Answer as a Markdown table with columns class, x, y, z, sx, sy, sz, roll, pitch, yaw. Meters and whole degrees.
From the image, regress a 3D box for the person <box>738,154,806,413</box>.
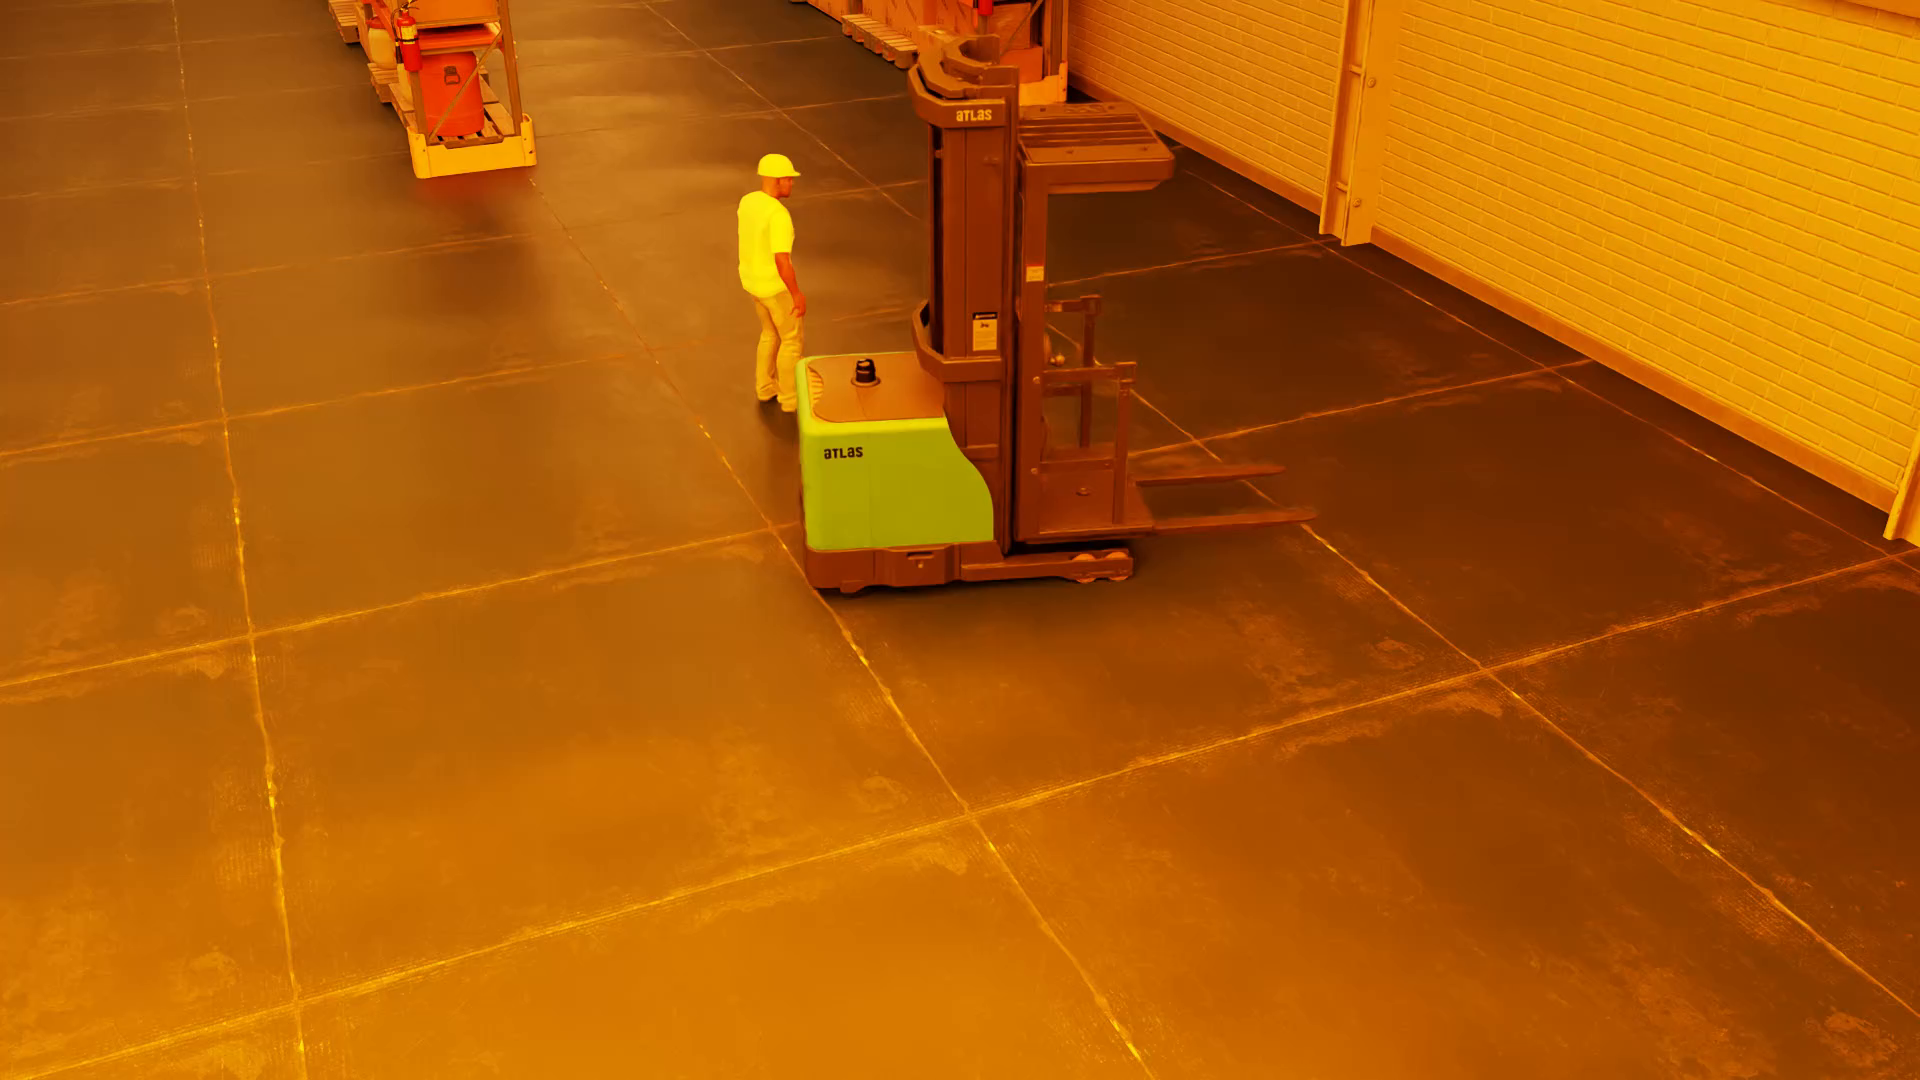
| class | x | y | z | sx | sy | sz | roll | pitch | yaw |
| --- | --- | --- | --- | --- | --- | --- | --- | --- | --- |
| person | -1.256 | -1.756 | 11.375 | 0.448 | 1.759 | 0.678 | -19 | 35 | -29 |

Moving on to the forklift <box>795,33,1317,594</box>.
| class | x | y | z | sx | sy | sz | roll | pitch | yaw |
| --- | --- | --- | --- | --- | --- | --- | --- | --- | --- |
| forklift | 0.576 | -1.281 | 9.360 | 3.031 | 2.935 | 1.130 | -4 | 30 | -6 |
